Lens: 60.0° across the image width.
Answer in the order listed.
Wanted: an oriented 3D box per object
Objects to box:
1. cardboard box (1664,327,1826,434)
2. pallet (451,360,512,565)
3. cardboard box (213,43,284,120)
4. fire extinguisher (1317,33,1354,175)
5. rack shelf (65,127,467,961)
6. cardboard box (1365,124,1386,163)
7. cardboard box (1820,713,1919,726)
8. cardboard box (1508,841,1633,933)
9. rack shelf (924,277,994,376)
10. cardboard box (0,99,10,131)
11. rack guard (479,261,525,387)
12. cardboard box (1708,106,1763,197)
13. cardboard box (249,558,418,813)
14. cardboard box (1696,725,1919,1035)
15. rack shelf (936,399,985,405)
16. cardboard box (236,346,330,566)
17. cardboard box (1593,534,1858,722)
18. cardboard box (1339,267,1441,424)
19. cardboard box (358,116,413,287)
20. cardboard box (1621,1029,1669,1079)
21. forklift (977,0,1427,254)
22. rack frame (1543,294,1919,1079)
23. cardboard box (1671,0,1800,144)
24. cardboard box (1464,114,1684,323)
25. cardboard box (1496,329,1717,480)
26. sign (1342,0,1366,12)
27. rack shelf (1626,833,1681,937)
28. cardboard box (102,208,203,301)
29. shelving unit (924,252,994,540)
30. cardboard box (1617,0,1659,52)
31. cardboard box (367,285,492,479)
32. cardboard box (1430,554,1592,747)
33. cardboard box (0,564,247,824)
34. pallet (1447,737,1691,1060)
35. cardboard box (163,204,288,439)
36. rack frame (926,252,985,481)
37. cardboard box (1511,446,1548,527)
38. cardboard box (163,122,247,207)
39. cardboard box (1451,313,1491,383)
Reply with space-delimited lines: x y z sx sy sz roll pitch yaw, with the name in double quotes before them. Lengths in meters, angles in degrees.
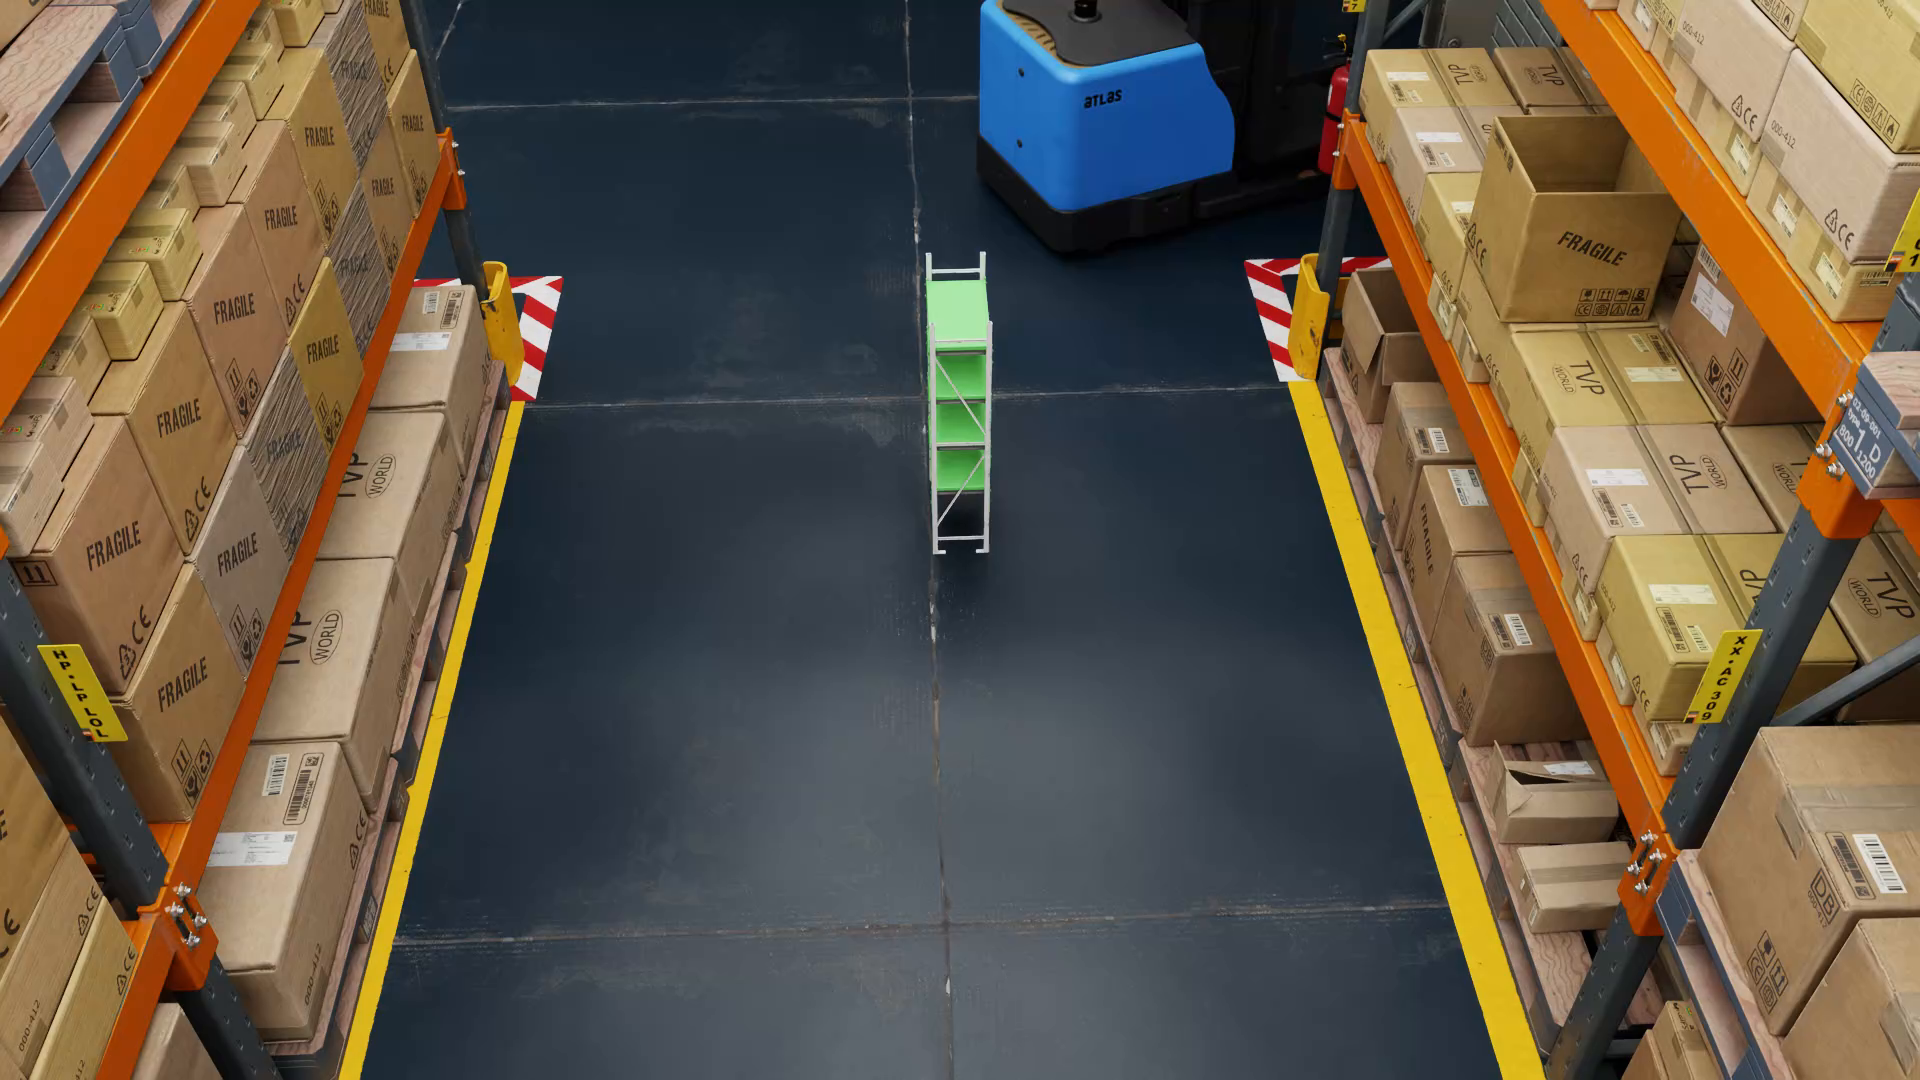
"cardboard box" 2.591 -0.451 5.413 0.500 0.250 0.500 -1 43 -1
"pallet" -2.627 -0.358 7.484 1.003 0.211 1.213 -2 43 -2
"cardboard box" -2.415 -1.472 5.342 0.380 0.149 0.250 -1 43 -1
"fire extinguisher" 1.752 -1.989 7.533 0.296 0.674 0.183 -2 43 -2
"rack shelf" -2.654 -0.308 5.899 1.077 0.370 4.000 -2 43 -2
"cardboard box" 1.960 -1.746 7.121 0.380 0.149 0.250 -2 43 -2
"cardboard box" 2.649 0.490 4.682 0.380 0.149 0.250 -2 43 -2
"cardboard box" 2.073 1.160 5.563 0.380 0.149 0.250 -3 43 -3
"rack shelf" -0.007 -0.861 6.685 0.258 0.148 0.480 -2 43 -2
"cardboard box" -2.384 -0.961 3.399 0.500 0.500 0.500 -1 43 -1
"rack guard" -2.740 -1.018 7.991 1.175 0.500 0.348 -2 43 -2
"cardboard box" 2.070 -0.962 4.046 0.380 0.149 0.250 0 43 0
"cardboard box" -2.527 0.535 6.032 0.875 0.438 0.875 -3 43 -3
"cardboard box" 2.187 0.773 3.802 0.700 0.500 0.500 -1 43 -1
"rack shelf" -0.007 -0.705 6.828 0.199 0.029 0.442 -2 43 -2
"cardboard box" -2.359 -0.260 5.240 0.500 0.500 0.500 -1 43 -2
"cardboard box" 2.125 0.241 4.658 0.500 0.250 0.500 -1 43 -1
"cardboard box" 2.151 -0.887 7.535 0.797 0.503 0.637 -3 43 -3
"cardboard box" -2.448 -1.303 6.378 0.500 0.500 0.500 -2 43 -3
"cardboard box" 2.186 1.732 4.680 0.500 0.500 0.500 0 43 0
"forklift" -2.458 -2.504 7.878 11.404 2.843 2.676 -18 45 -19
"rack frame" 2.390 0.632 4.341 1.000 3.000 0.127 -2 43 -2
"cardboard box" 2.087 -1.197 4.007 0.500 0.250 0.500 -3 43 -3
"cardboard box" 2.034 -1.073 5.536 0.500 0.500 0.500 -1 43 -1
"cardboard box" 2.081 -0.434 5.395 0.500 0.250 0.500 -2 43 -2
"sign" 1.678 -2.372 6.977 0.100 0.325 0.005 -2 43 -2
"rack shelf" 2.475 2.247 3.111 1.077 0.370 4.000 -2 43 -2
"cardboard box" -2.335 -0.782 4.589 0.380 0.149 0.250 -3 43 -3
"shelving unit" -6.231 2.361 3.786 13.061 1.200 8.595 -2 43 -2
"cardboard box" 2.065 -1.480 4.610 0.380 0.149 0.250 -1 43 -1
"cardboard box" -2.611 -0.691 7.369 0.875 0.438 0.875 -3 43 -3
"cardboard box" 2.193 0.393 6.141 0.700 0.500 0.500 -3 43 -3
"cardboard box" -2.327 0.416 4.503 0.500 0.500 0.500 0 43 0
"pallet" 2.362 1.196 5.789 1.003 0.211 1.213 -2 43 -2
"cardboard box" -2.373 -0.644 4.919 0.500 0.500 0.500 -1 43 -1
"rack frame" -0.017 -0.719 7.146 0.240 1.200 0.015 -2 43 -2
"cardboard box" 2.033 -0.183 5.416 0.380 0.149 0.250 -2 43 -2
"cardboard box" -2.369 -1.117 4.955 0.380 0.149 0.250 -2 43 -2
"cardboard box" 1.997 -0.698 5.977 0.380 0.149 0.250 -1 43 -1
